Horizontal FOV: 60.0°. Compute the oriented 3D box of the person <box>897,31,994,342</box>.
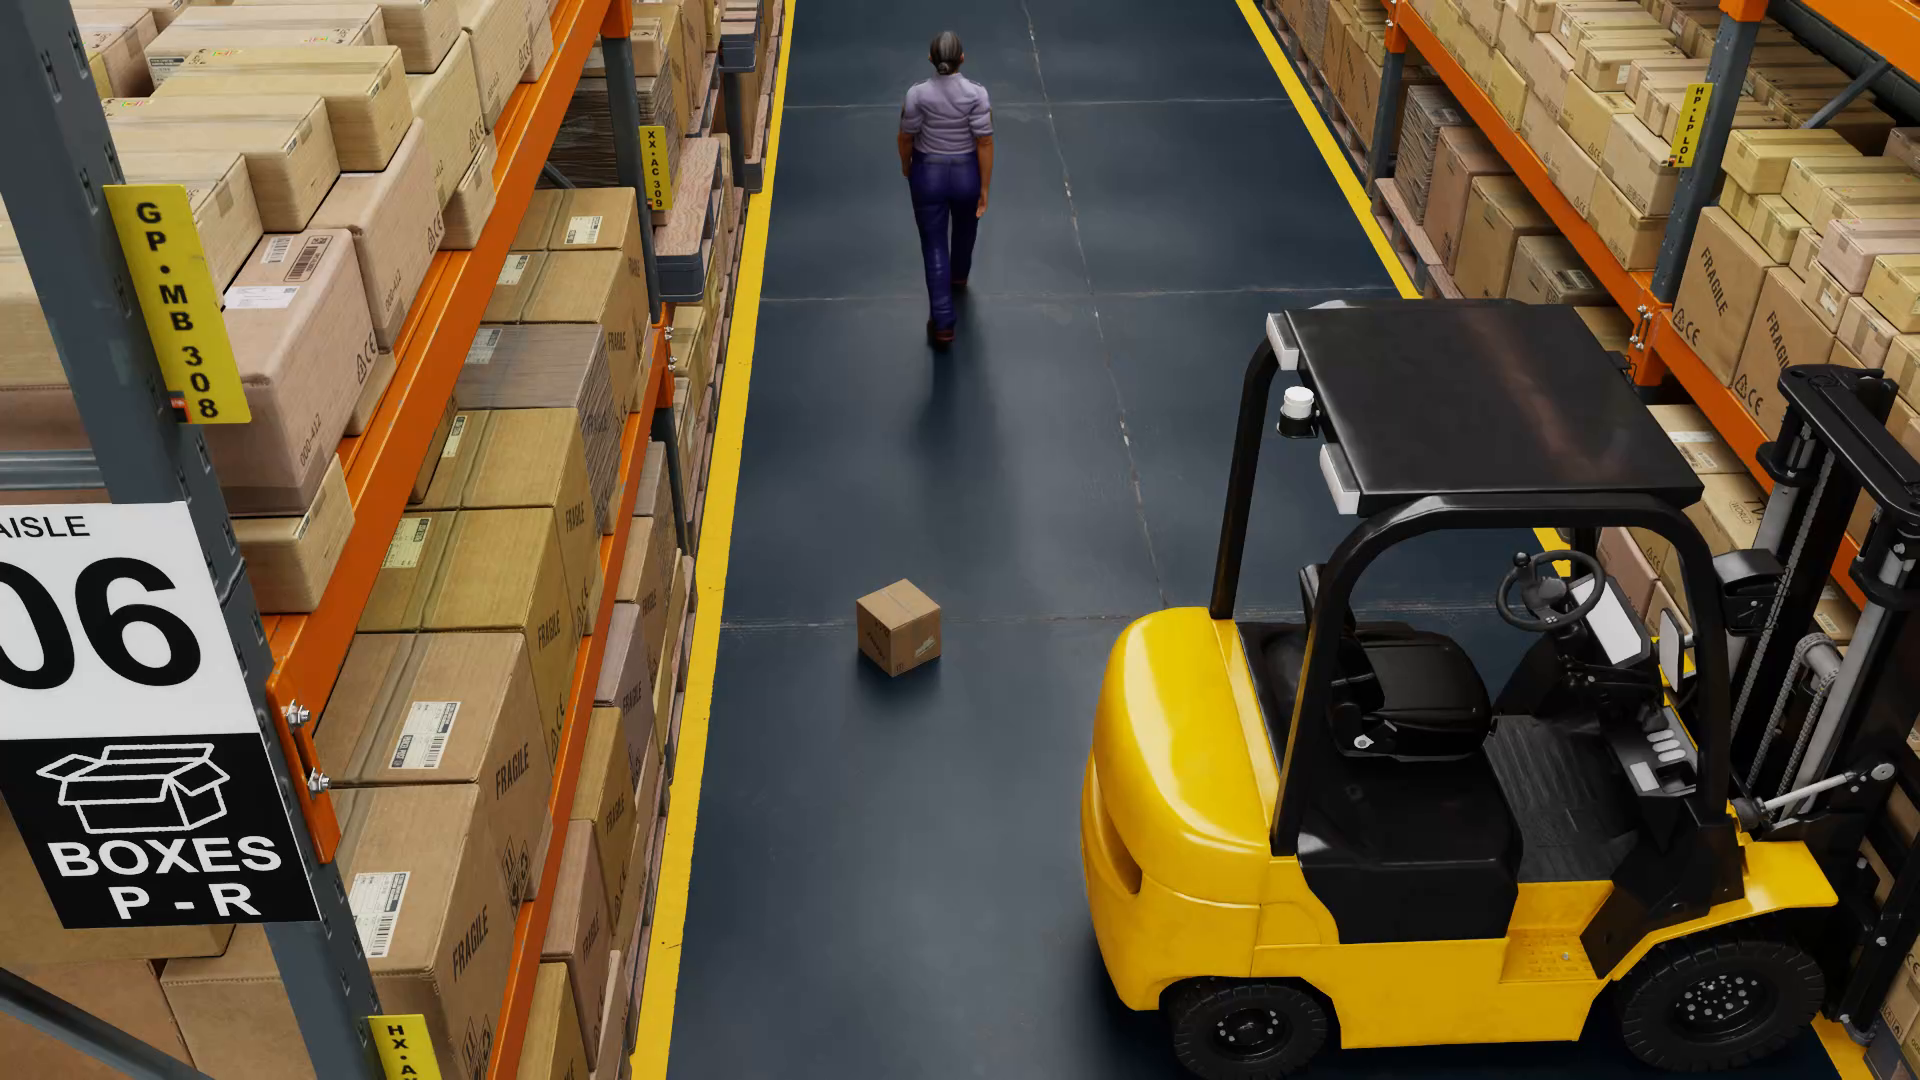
[{"bbox_3d":[-0.089,-1.967,8.899,0.491,1.587,1.004,-4,36,-6],"label":"person"}]
